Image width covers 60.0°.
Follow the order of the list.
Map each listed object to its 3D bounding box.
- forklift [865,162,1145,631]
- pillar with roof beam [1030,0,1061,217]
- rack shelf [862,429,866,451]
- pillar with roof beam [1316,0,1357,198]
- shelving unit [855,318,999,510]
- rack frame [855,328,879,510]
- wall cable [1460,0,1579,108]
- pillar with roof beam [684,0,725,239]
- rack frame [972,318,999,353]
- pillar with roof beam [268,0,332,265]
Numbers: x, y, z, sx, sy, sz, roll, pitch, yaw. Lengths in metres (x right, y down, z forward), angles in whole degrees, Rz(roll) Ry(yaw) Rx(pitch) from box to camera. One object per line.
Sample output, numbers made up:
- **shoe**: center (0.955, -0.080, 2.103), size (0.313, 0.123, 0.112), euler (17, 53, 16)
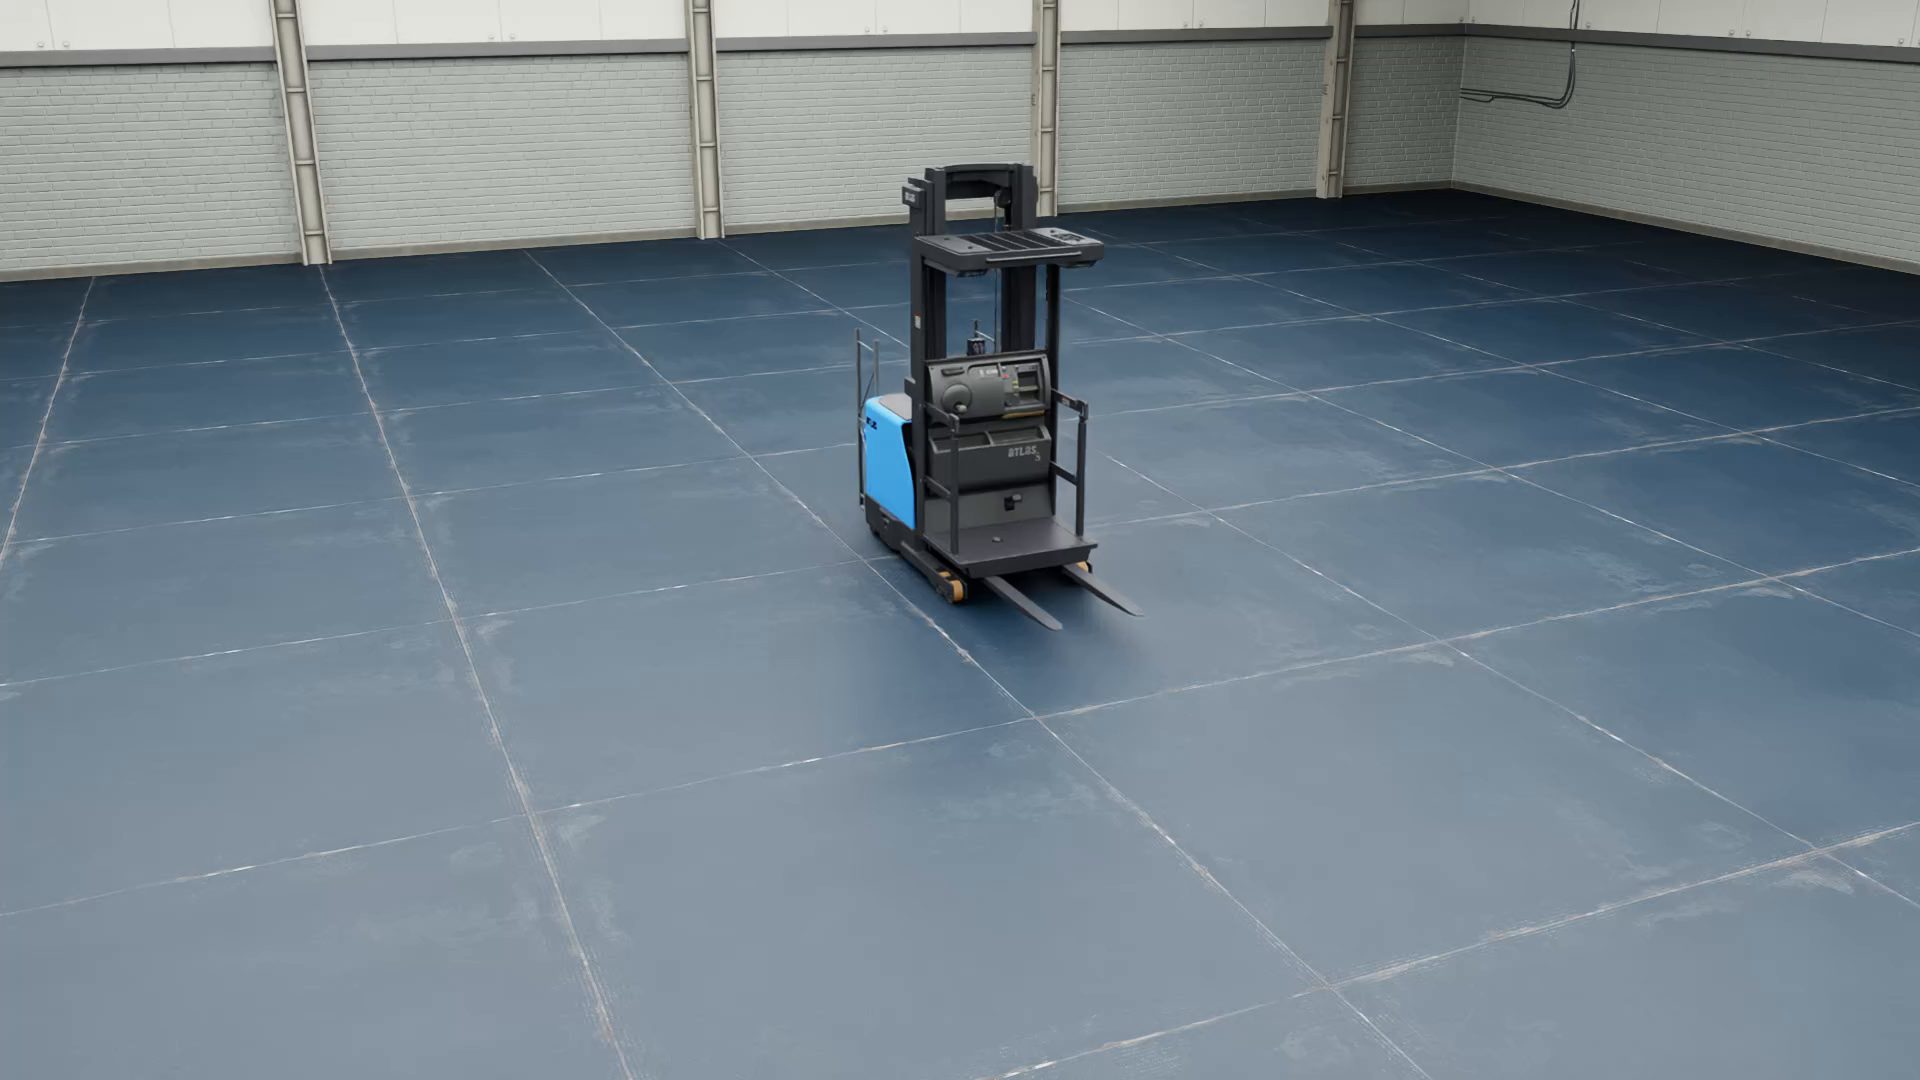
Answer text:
- **forklift**: center (0.304, -1.096, 11.721), size (1.130, 2.935, 3.031), euler (-8, 21, -22)
- **pillar with roof beam**: center (3.169, -8.633, 23.990), size (0.400, 9.000, 9.100), euler (-8, 21, -22)
- **rack shelf**: center (-0.265, -0.809, 13.603), size (1.000, 0.185, 0.538), euler (-7, 21, -20)
- **pillar with roof beam**: center (8.678, -9.422, 26.232), size (0.400, 9.000, 9.100), euler (-8, 21, -22)
- **shelving unit**: center (-0.265, -0.978, 13.543), size (1.048, 1.500, 0.538), euler (-7, 21, -20)
- **rack frame**: center (-0.737, -0.916, 13.366), size (0.032, 1.500, 0.500), euler (-7, 21, -20)
- **wall cable**: center (10.201, -9.255, 30.432), size (0.112, 2.526, 3.097), euler (-8, 21, -22)
- **pillar with roof beam**: center (-2.341, -7.843, 21.749), size (0.400, 9.000, 9.100), euler (-8, 21, -22)
- **rack frame**: center (0.208, -1.041, 13.719), size (0.032, 1.500, 0.500), euler (-7, 21, -20)
- **pillar with roof beam**: center (-7.850, -7.054, 19.507), size (0.400, 9.000, 9.100), euler (-8, 21, -22)
